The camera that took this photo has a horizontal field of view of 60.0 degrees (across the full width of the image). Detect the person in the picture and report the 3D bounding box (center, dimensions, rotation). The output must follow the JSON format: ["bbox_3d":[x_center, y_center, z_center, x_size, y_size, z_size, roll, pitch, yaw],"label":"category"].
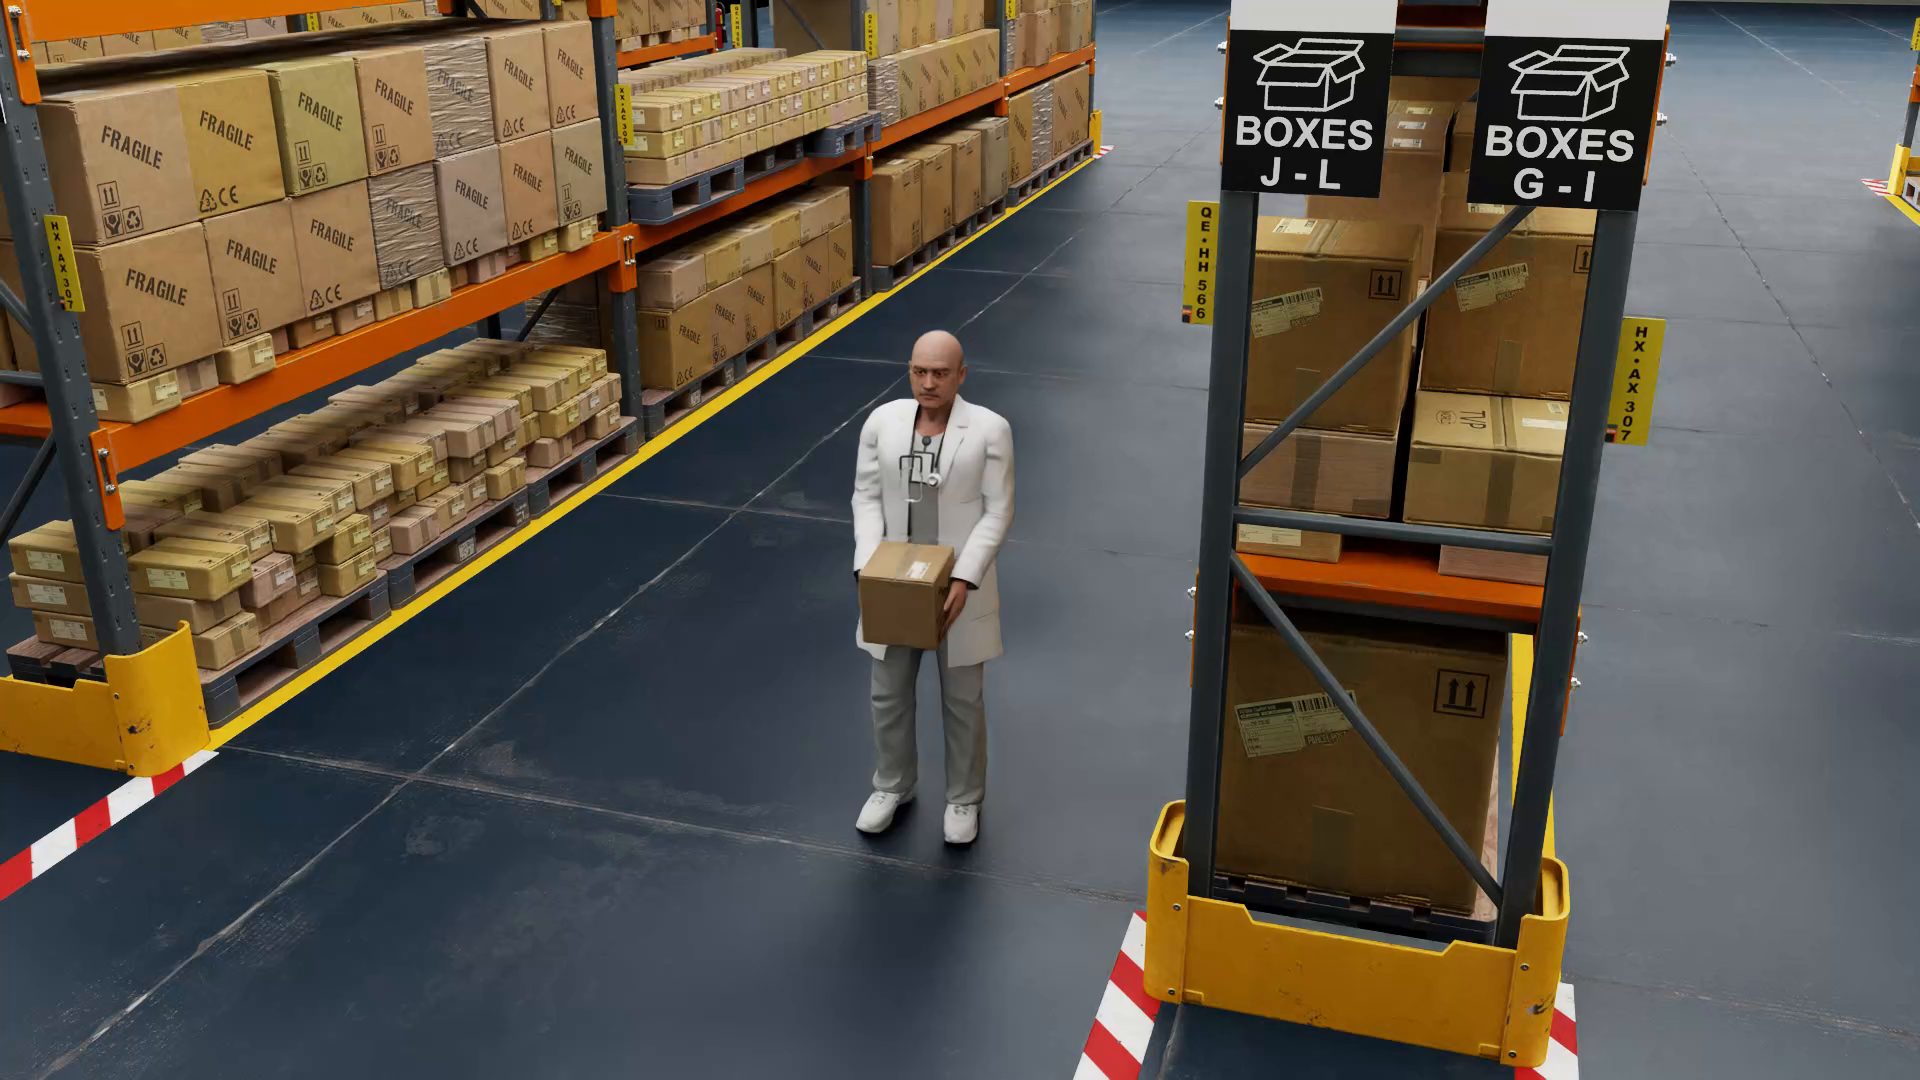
[{"bbox_3d":[-0.116,0.190,5.617,0.563,1.782,0.508,6,22,14],"label":"person"}]
